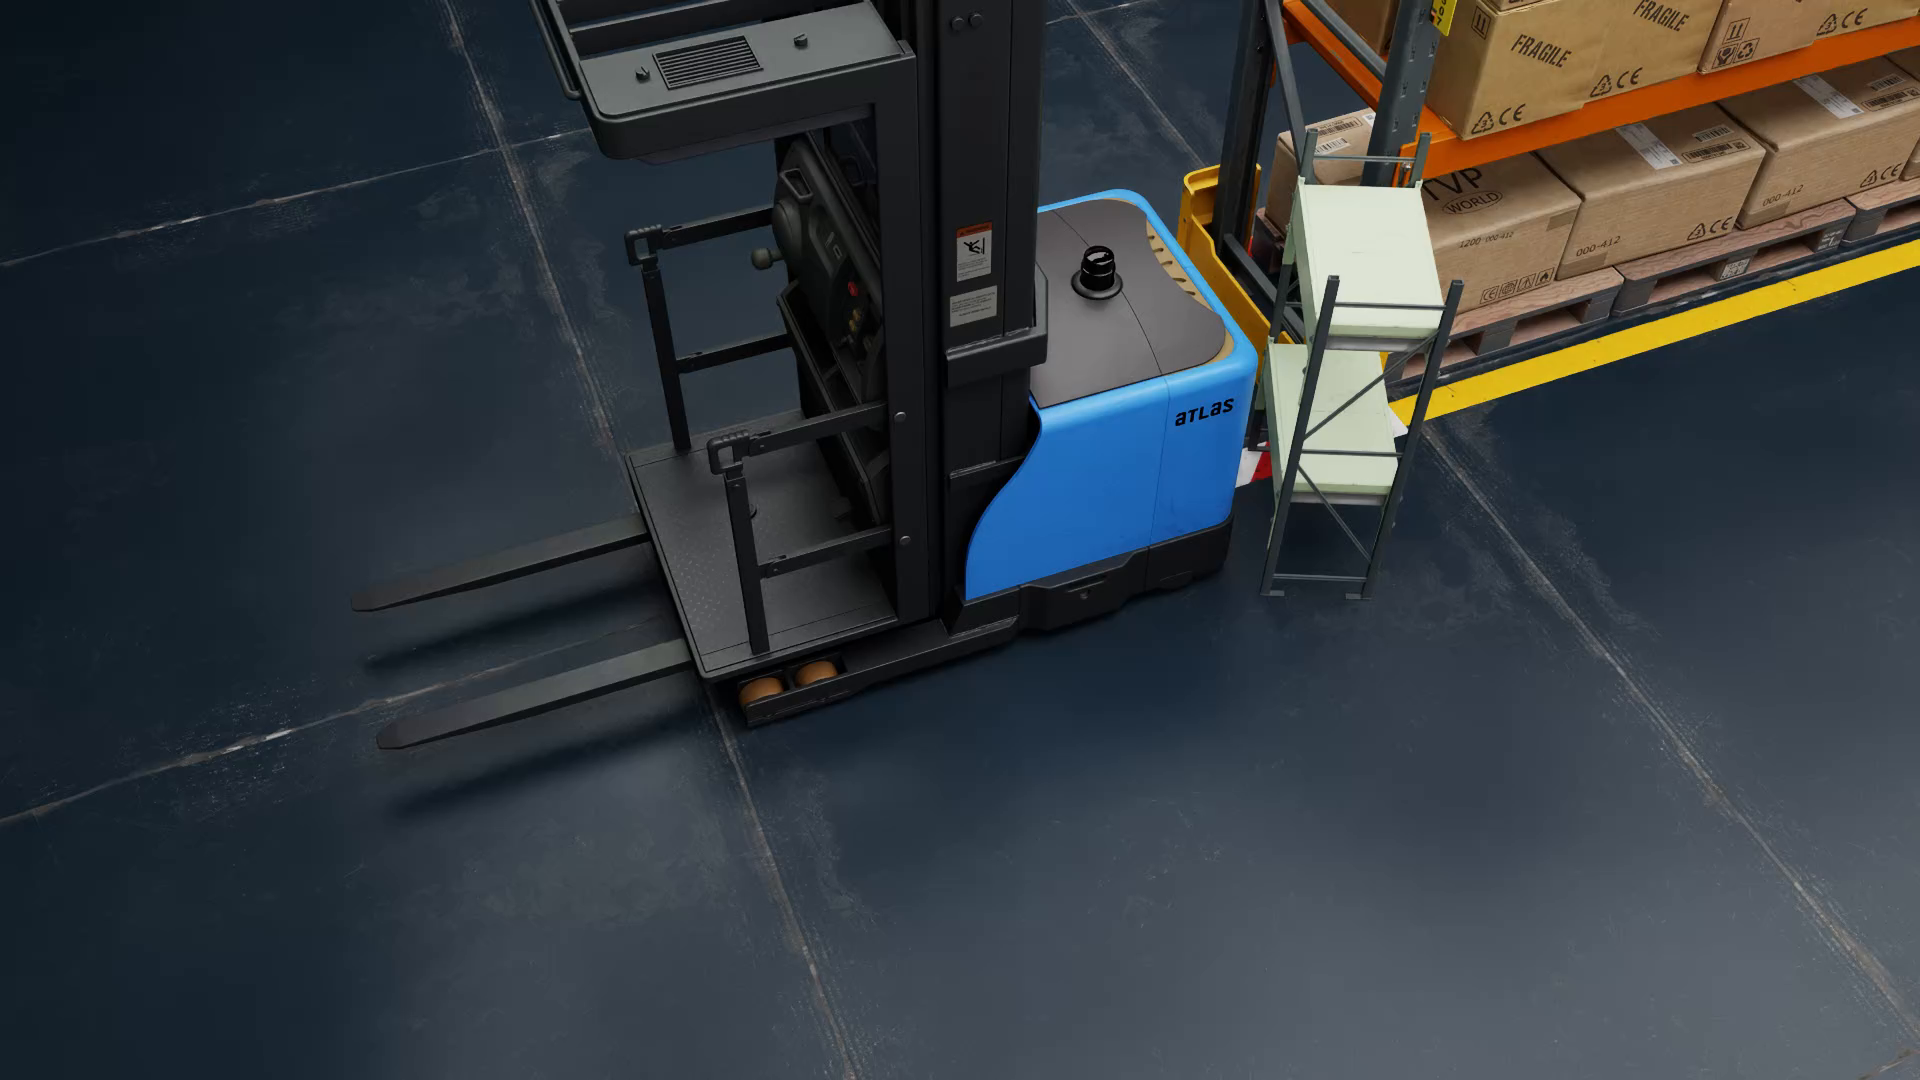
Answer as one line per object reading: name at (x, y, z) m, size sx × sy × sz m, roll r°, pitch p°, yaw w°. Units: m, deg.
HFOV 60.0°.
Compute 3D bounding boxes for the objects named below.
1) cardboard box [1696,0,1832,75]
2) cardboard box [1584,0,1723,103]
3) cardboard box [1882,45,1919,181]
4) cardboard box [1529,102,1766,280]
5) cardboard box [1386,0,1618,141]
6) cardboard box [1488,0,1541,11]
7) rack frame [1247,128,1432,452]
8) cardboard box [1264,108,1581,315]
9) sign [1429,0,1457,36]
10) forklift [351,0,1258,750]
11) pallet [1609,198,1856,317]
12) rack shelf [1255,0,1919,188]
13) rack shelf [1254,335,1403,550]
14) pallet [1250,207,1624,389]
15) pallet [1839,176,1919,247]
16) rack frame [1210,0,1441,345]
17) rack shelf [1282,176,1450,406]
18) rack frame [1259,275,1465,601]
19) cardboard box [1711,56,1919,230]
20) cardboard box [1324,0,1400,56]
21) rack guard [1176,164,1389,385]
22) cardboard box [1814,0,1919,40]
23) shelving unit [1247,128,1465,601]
cardboard box at (2.795, -2.072, 5.986) m, size 0.500 × 0.500 × 0.500 m, roll -17°, pitch 52°, yaw -14°
cardboard box at (2.317, -1.939, 5.872) m, size 0.500 × 0.500 × 0.500 m, roll -18°, pitch 52°, yaw -15°
cardboard box at (4.388, -2.150, 7.532) m, size 0.875 × 0.438 × 0.875 m, roll -18°, pitch 52°, yaw -15°
cardboard box at (2.724, -1.636, 7.090) m, size 0.875 × 0.438 × 0.875 m, roll -16°, pitch 51°, yaw -13°
cardboard box at (1.860, -1.774, 5.731) m, size 0.500 × 0.500 × 0.500 m, roll -18°, pitch 52°, yaw -15°
cardboard box at (1.859, -2.102, 5.353) m, size 0.500 × 0.500 × 0.500 m, roll -18°, pitch 52°, yaw -15°
rack frame at (1.334, -0.839, 5.982) m, size 0.400 × 1.500 × 0.023 m, roll 2°, pitch 49°, yaw 2°
cardboard box at (1.880, -1.367, 6.859) m, size 0.875 × 0.438 × 0.875 m, roll -19°, pitch 52°, yaw -15°
sign at (1.511, -1.722, 5.129) m, size 0.005 × 0.325 × 0.100 m, roll -17°, pitch 52°, yaw -14°
forklift at (-0.587, -0.784, 4.991) m, size 3.031 × 2.935 × 1.130 m, roll -16°, pitch 51°, yaw -14°
pallet at (3.145, -1.529, 7.424) m, size 1.213 × 0.211 × 1.003 m, roll -17°, pitch 52°, yaw -14°
rack shelf at (3.158, -2.145, 6.589) m, size 4.000 × 0.370 × 1.077 m, roll -17°, pitch 52°, yaw -14°
rack shelf at (1.315, -0.350, 5.991) m, size 0.431 × 0.370 × 0.720 m, roll 2°, pitch 49°, yaw 2°
pallet at (2.017, -1.181, 7.126) m, size 1.213 × 0.211 × 1.003 m, roll -17°, pitch 52°, yaw -14°
pallet at (4.276, -1.881, 7.727) m, size 1.213 × 0.211 × 1.003 m, roll -17°, pitch 52°, yaw -14°
rack frame at (1.307, -1.806, 5.823) m, size 0.127 × 3.000 × 1.000 m, roll -17°, pitch 52°, yaw -14°
rack shelf at (1.315, -0.816, 5.448) m, size 0.431 × 0.370 × 0.720 m, roll 2°, pitch 49°, yaw 2°
rack frame at (1.295, -0.285, 5.506) m, size 0.400 × 1.500 × 0.023 m, roll 2°, pitch 49°, yaw 2°
cardboard box at (3.559, -1.893, 7.311) m, size 0.875 × 0.438 × 0.875 m, roll -19°, pitch 52°, yaw -15°
cardboard box at (1.653, -2.162, 6.064) m, size 0.500 × 0.500 × 0.500 m, roll -17°, pitch 51°, yaw -14°
rack guard at (1.285, -0.984, 6.766) m, size 0.348 × 0.500 × 1.175 m, roll -17°, pitch 52°, yaw -14°
cardboard box at (3.253, -2.228, 6.120) m, size 0.500 × 0.500 × 0.500 m, roll -16°, pitch 51°, yaw -13°
shelving unit at (1.315, -0.562, 5.744) m, size 0.431 × 1.500 × 0.755 m, roll 2°, pitch 49°, yaw 2°
